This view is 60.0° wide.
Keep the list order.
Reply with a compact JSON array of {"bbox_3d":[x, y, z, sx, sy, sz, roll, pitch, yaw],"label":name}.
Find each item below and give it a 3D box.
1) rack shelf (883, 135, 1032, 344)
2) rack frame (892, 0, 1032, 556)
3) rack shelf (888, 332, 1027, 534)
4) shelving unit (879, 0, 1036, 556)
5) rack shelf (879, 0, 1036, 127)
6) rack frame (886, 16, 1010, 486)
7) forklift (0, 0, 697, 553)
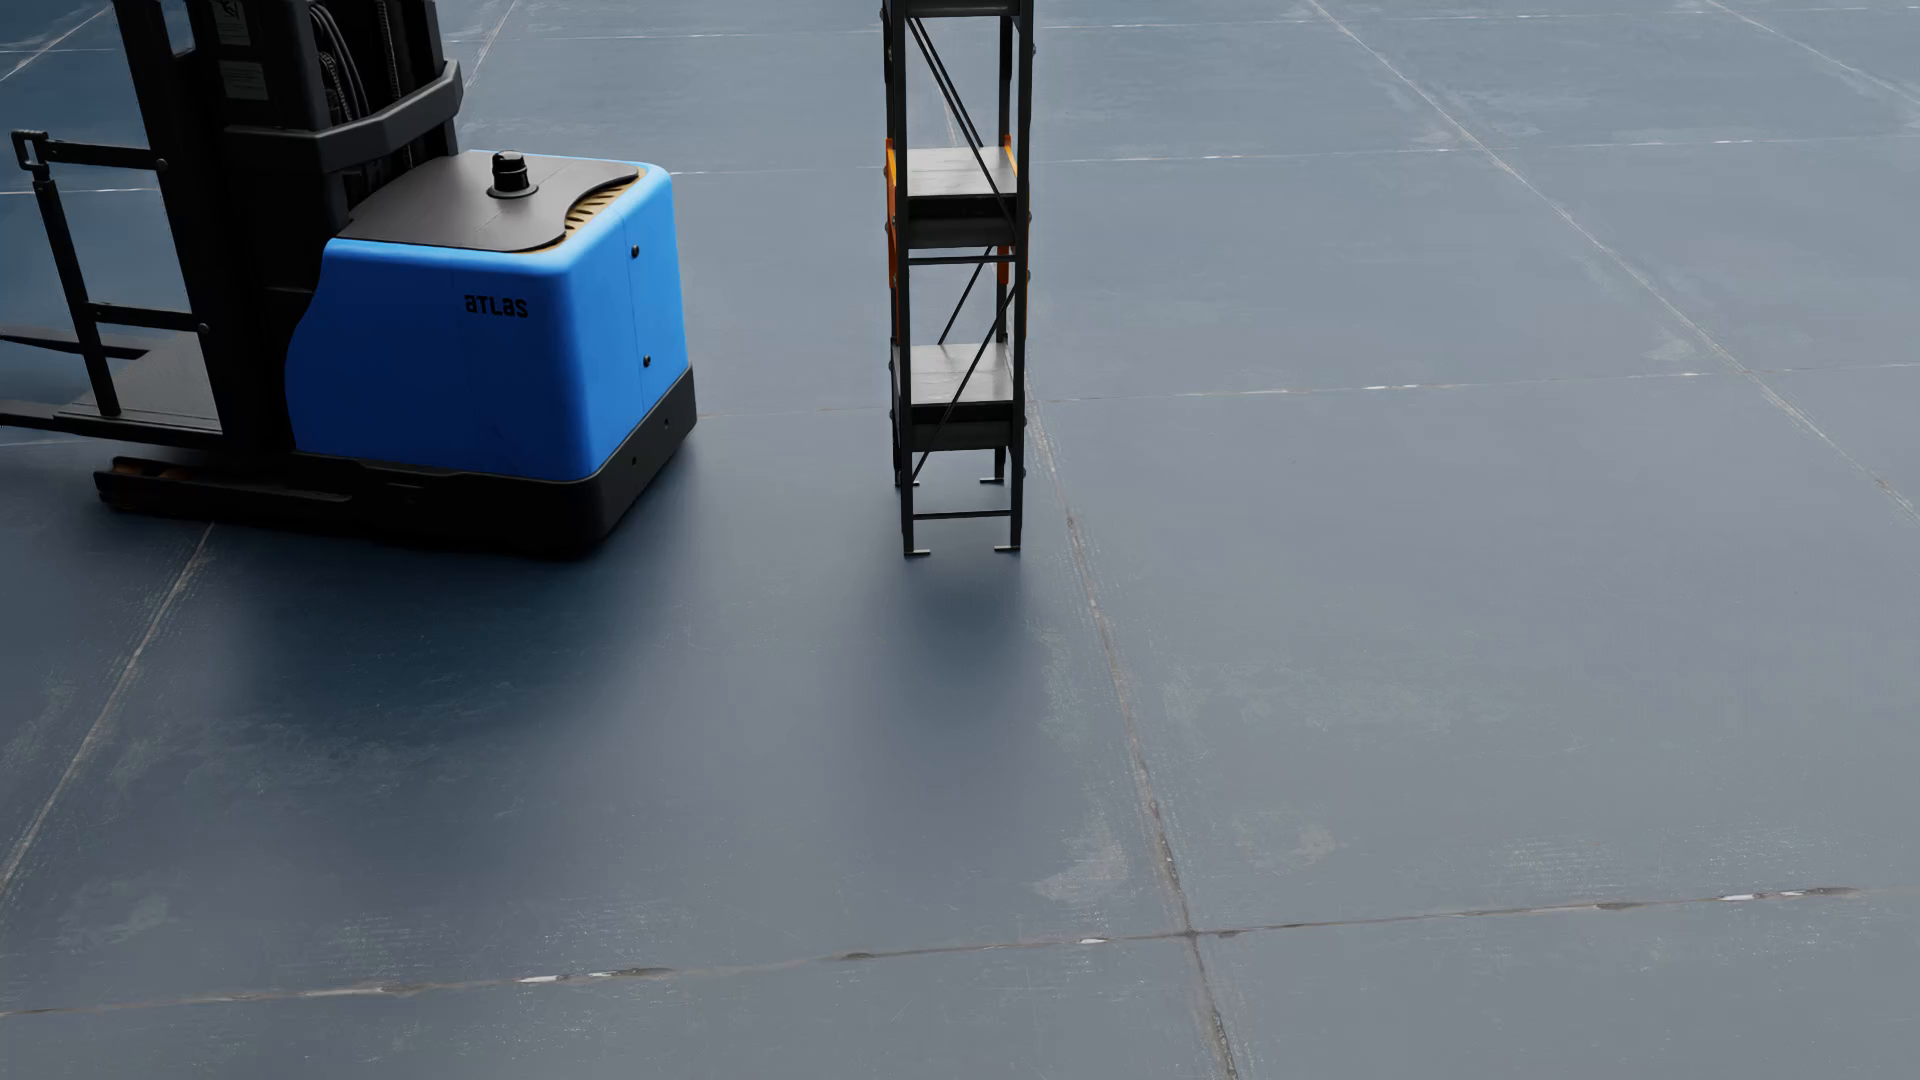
[{"bbox_3d":[-0.015,-0.974,5.360,0.431,0.518,0.480,-3,31,-5],"label":"rack shelf"},{"bbox_3d":[0.007,-0.861,5.144,0.400,2.100,0.015,-3,31,-5],"label":"rack frame"},{"bbox_3d":[-0.015,-0.373,5.719,0.431,0.518,0.480,-3,31,-5],"label":"rack shelf"},{"bbox_3d":[-0.015,-0.986,5.353,0.431,2.100,0.503,-3,31,-5],"label":"shelving unit"},{"bbox_3d":[-0.015,-1.575,5.001,0.431,0.518,0.480,-3,31,-5],"label":"rack shelf"},{"bbox_3d":[-0.038,-1.111,5.562,0.400,2.100,0.015,-3,31,-5],"label":"rack frame"},{"bbox_3d":[-2.579,-1.601,5.572,3.031,2.935,1.130,7,32,11],"label":"forklift"}]
